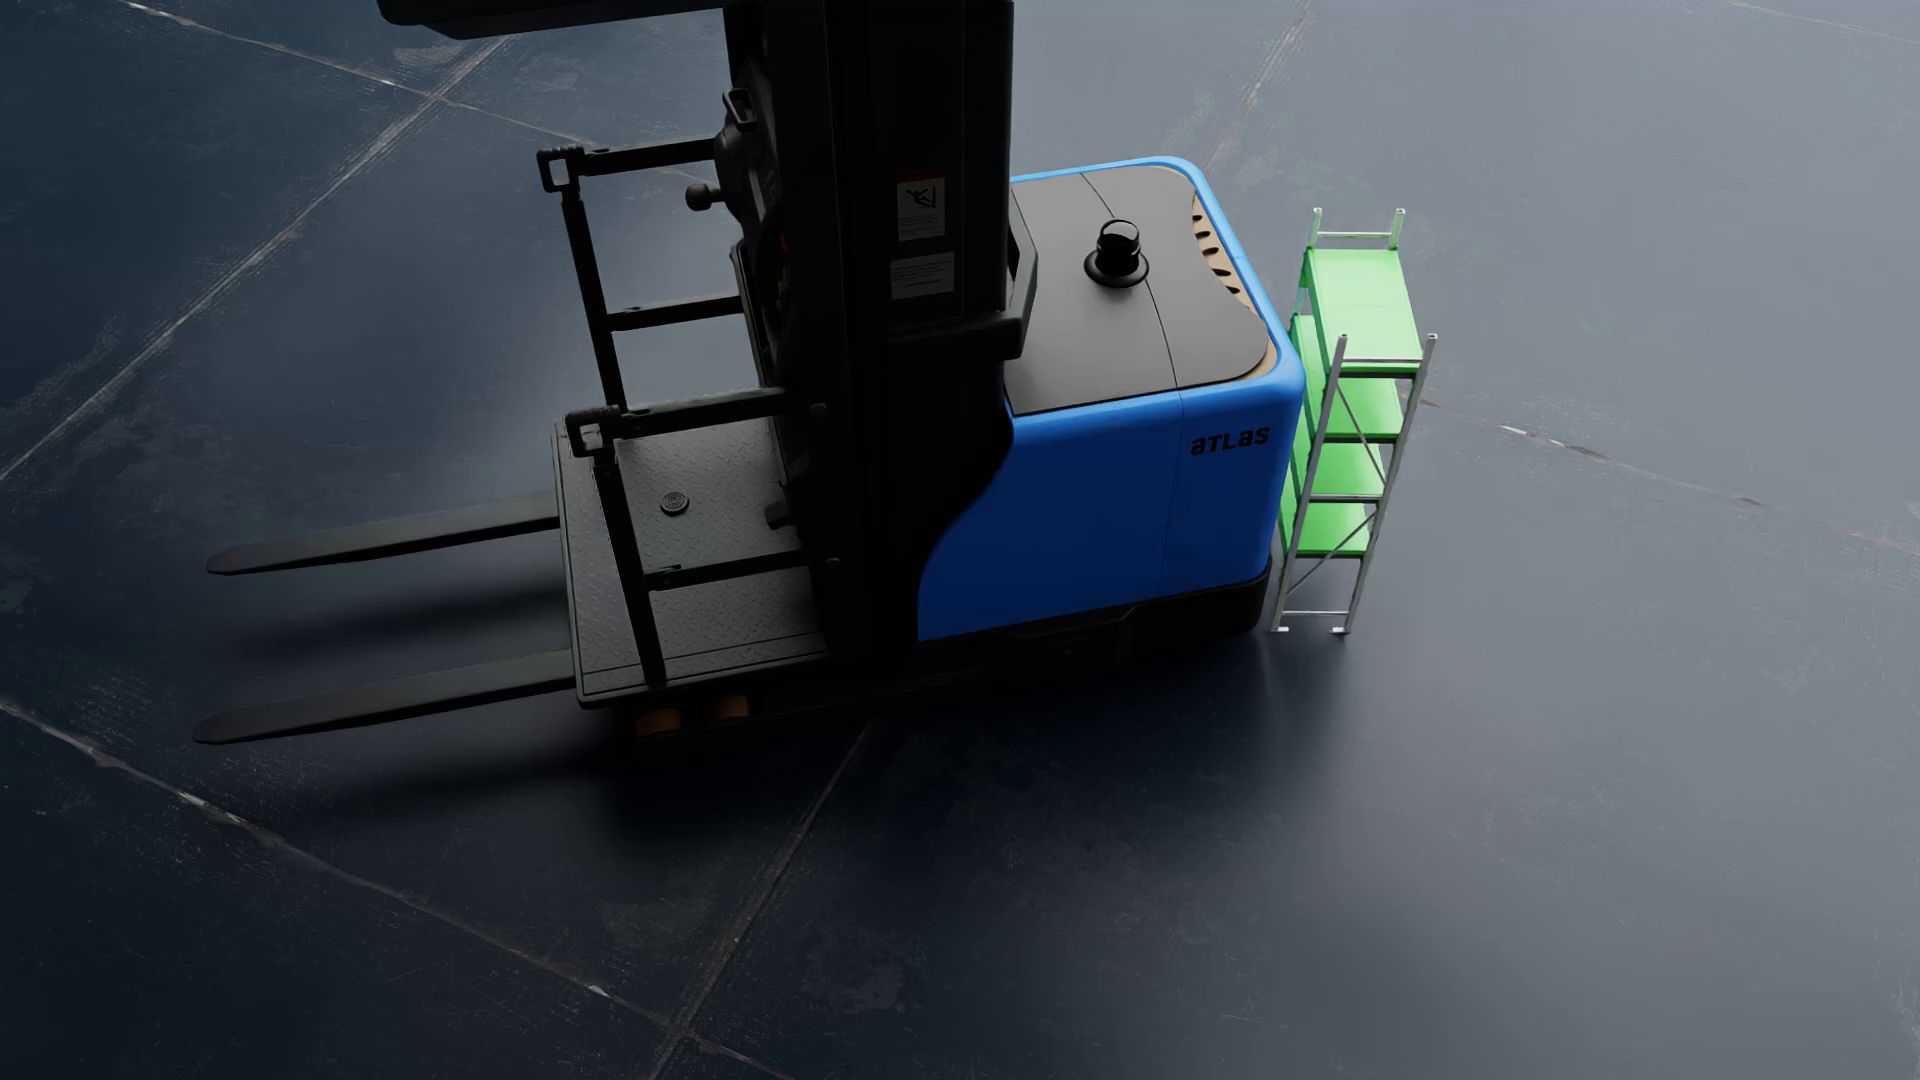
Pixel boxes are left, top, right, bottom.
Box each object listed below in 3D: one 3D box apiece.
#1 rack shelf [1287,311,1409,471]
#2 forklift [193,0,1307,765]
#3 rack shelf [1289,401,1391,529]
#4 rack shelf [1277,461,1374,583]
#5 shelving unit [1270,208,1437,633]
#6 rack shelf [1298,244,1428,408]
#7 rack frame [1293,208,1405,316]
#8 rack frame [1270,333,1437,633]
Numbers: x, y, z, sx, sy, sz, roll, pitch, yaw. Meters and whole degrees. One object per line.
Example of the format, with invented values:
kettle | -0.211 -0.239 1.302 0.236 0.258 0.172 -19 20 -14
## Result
rack shelf | 1.059 -0.415 4.584 0.258 0.148 0.480 0 50 0
forklift | -0.672 -0.767 3.979 3.031 2.935 1.130 -10 50 -8
rack shelf | 1.059 -0.260 4.767 0.258 0.148 0.480 0 50 0
rack shelf | 1.059 -0.104 4.950 0.258 0.148 0.480 0 50 0
shelving unit | 1.059 -0.301 4.718 0.258 1.200 0.503 0 50 0
rack shelf | 1.059 -0.571 4.402 0.258 0.148 0.480 0 50 0
rack frame | 1.062 -0.487 4.877 0.240 1.200 0.015 0 50 0
rack frame | 1.057 -0.115 4.560 0.240 1.200 0.015 0 50 0
